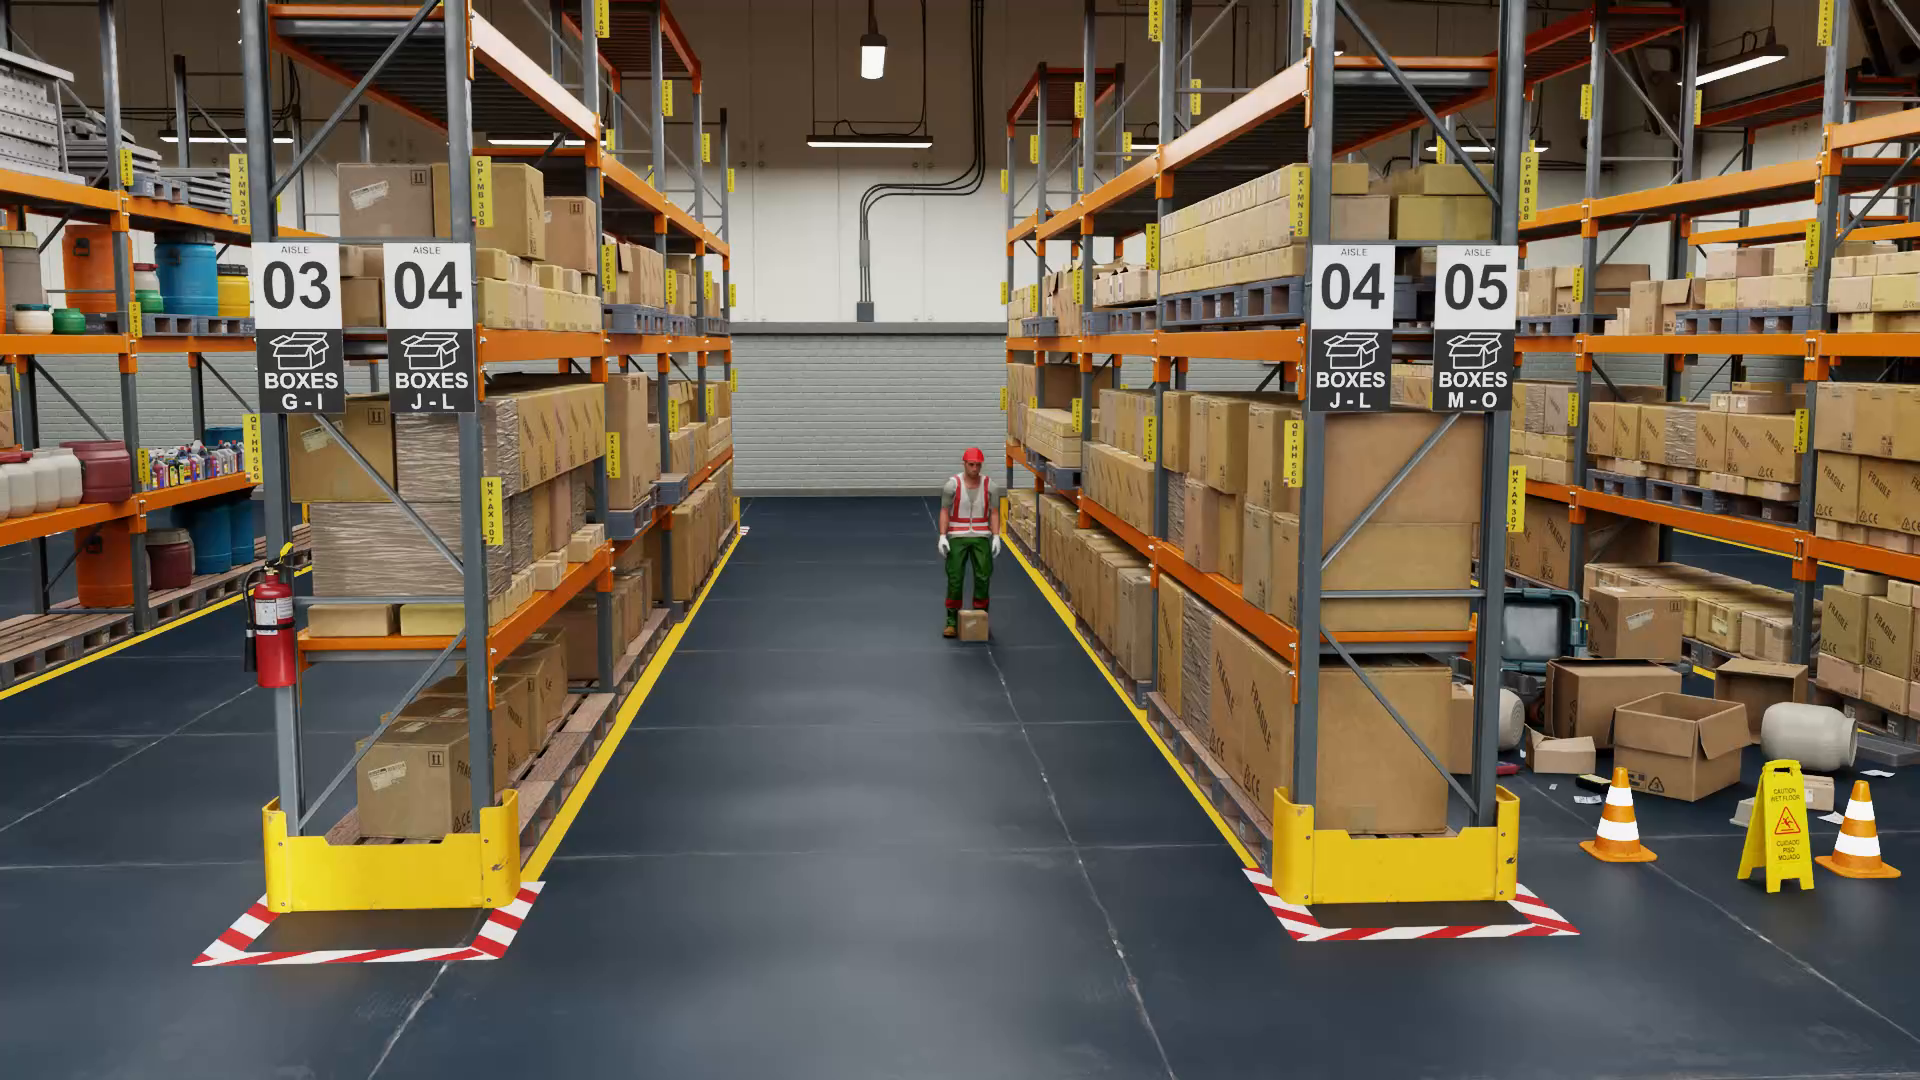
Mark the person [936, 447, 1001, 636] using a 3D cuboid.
[{"bbox_3d":[0.079,0.012,15.574,0.607,1.780,0.449,-1,7,-4],"label":"person"}]
